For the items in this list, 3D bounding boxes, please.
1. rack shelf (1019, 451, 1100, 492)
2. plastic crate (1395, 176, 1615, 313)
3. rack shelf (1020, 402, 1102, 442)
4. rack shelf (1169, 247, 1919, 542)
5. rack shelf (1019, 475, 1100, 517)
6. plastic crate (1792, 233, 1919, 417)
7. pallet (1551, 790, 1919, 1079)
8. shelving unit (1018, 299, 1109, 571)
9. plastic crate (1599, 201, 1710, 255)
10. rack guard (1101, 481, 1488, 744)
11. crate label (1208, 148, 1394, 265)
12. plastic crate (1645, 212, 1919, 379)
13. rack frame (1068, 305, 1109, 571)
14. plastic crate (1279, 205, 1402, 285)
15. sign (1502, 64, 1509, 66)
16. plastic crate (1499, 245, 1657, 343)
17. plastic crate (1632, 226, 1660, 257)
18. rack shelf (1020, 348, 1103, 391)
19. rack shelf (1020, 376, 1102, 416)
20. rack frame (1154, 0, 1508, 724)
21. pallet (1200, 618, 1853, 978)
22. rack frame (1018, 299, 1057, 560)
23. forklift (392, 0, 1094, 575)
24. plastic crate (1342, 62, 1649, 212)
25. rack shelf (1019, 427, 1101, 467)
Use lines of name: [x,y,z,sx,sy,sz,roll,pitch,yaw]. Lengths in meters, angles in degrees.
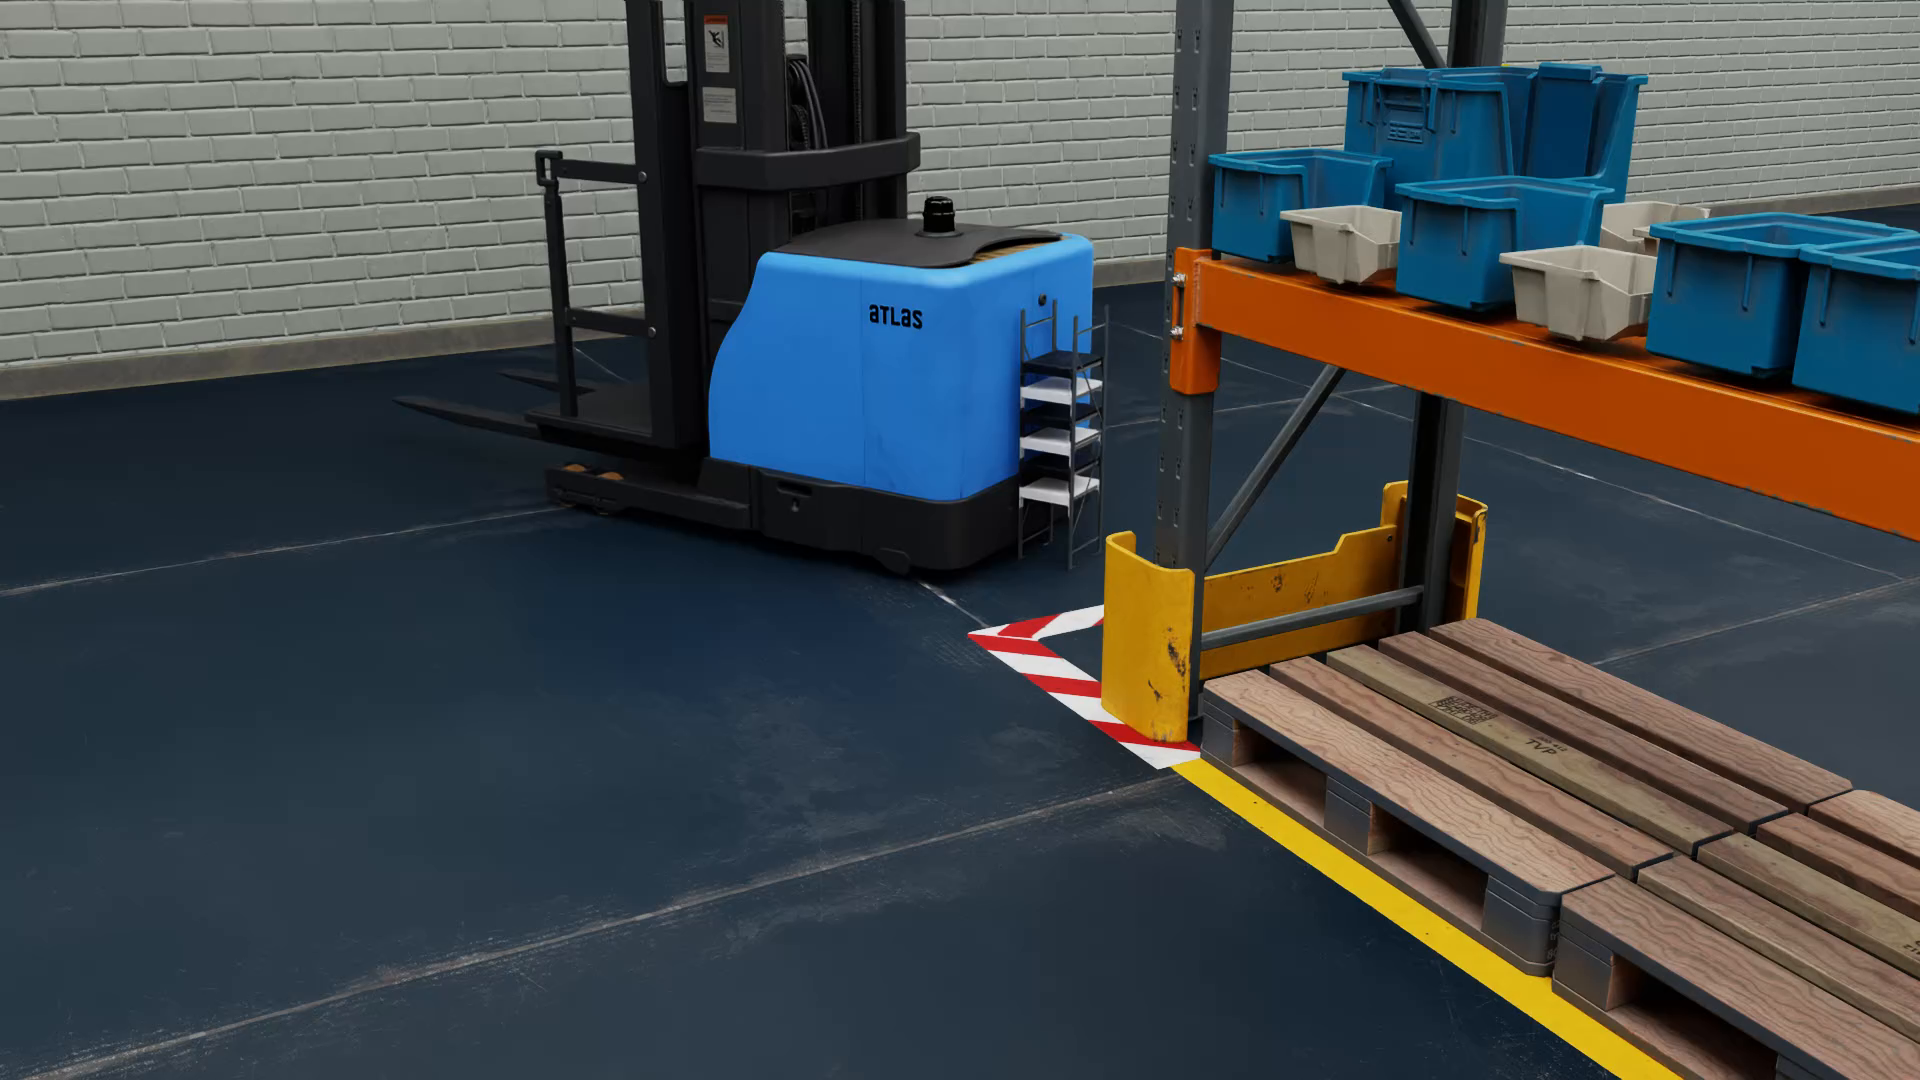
rack shelf: [0.359,-0.251,5.858,0.200,0.077,0.258,12,22,31]
plastic crate: [1.139,-0.629,3.521,0.416,0.233,0.300,-10,21,-27]
rack shelf: [0.359,-0.422,5.800,0.200,0.077,0.258,12,22,31]
rack shelf: [1.949,-0.077,2.857,1.077,0.370,4.000,-10,21,-27]
rack shelf: [0.359,-0.166,5.888,0.200,0.077,0.258,12,22,31]
plastic crate: [1.594,-0.354,2.723,0.416,0.233,0.300,-10,21,-27]
pallet: [1.932,0.920,3.142,1.003,0.211,1.213,-10,21,-27]
shelving unit: [0.359,-0.368,5.818,0.210,0.900,0.258,12,22,31]
plastic crate: [1.546,-0.688,3.840,0.396,0.136,0.243,-10,21,-27]
rack guard: [0.976,0.186,4.826,1.175,0.500,0.348,-10,21,-27]
crate label: [0.827,-0.818,4.068,0.416,0.233,0.303,-10,21,-27]
plastic crate: [1.452,-0.440,2.973,0.416,0.233,0.300,-10,21,-27]
rack frame: [0.445,-0.350,5.766,0.006,0.900,0.240,12,22,31]
plastic crate: [0.906,-0.668,3.780,0.250,0.136,0.298,-10,21,-27]
sign: [1.476,-1.158,4.638,0.100,0.325,0.005,-10,21,-27]
plastic crate: [1.228,-0.473,3.216,0.250,0.136,0.298,-10,21,-27]
plastic crate: [1.671,-0.603,3.592,0.396,0.136,0.243,-10,21,-27]
rack shelf: [0.359,-0.592,5.741,0.200,0.077,0.258,12,22,31]
rack shelf: [0.359,-0.507,5.770,0.200,0.077,0.258,12,22,31]
rack frame: [0.999,-0.991,4.404,1.000,3.000,0.127,-10,21,-27]
pallet: [1.357,0.570,4.155,1.003,0.211,1.213,-10,21,-27]
rack frame: [0.273,-0.386,5.870,0.006,0.900,0.240,12,22,31]
forklift: [-1.015,-1.612,6.309,3.031,2.935,1.130,12,22,31]
plastic crate: [1.323,-0.969,4.194,0.616,0.435,0.499,-10,21,-27]
rack shelf: [0.359,-0.336,5.829,0.200,0.077,0.258,12,22,31]
